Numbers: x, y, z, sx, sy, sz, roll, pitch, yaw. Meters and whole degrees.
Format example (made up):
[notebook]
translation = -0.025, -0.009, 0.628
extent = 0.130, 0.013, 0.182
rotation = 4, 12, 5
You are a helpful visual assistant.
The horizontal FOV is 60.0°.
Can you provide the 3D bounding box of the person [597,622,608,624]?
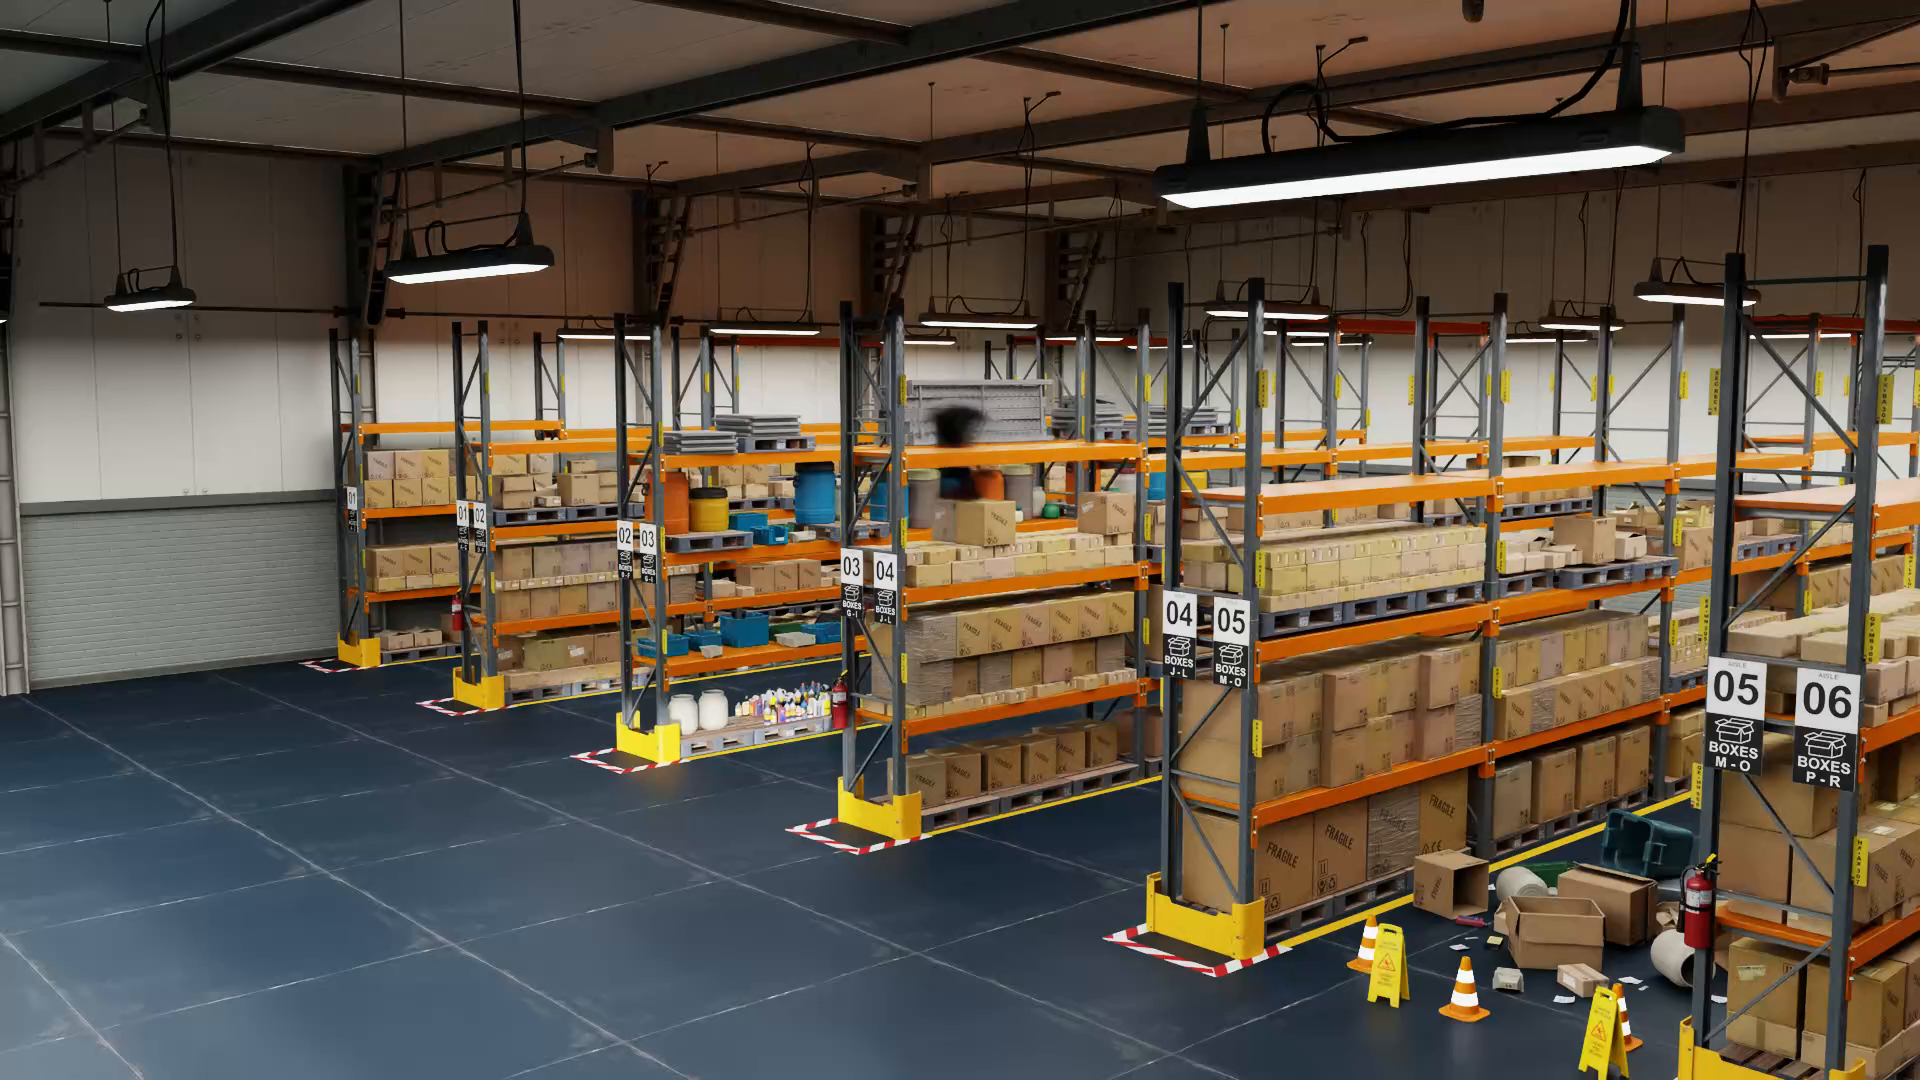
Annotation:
[person]
translation = -6.327, 1.377, 29.689
extent = 0.690, 1.736, 0.736
rotation = 4, 7, 36
